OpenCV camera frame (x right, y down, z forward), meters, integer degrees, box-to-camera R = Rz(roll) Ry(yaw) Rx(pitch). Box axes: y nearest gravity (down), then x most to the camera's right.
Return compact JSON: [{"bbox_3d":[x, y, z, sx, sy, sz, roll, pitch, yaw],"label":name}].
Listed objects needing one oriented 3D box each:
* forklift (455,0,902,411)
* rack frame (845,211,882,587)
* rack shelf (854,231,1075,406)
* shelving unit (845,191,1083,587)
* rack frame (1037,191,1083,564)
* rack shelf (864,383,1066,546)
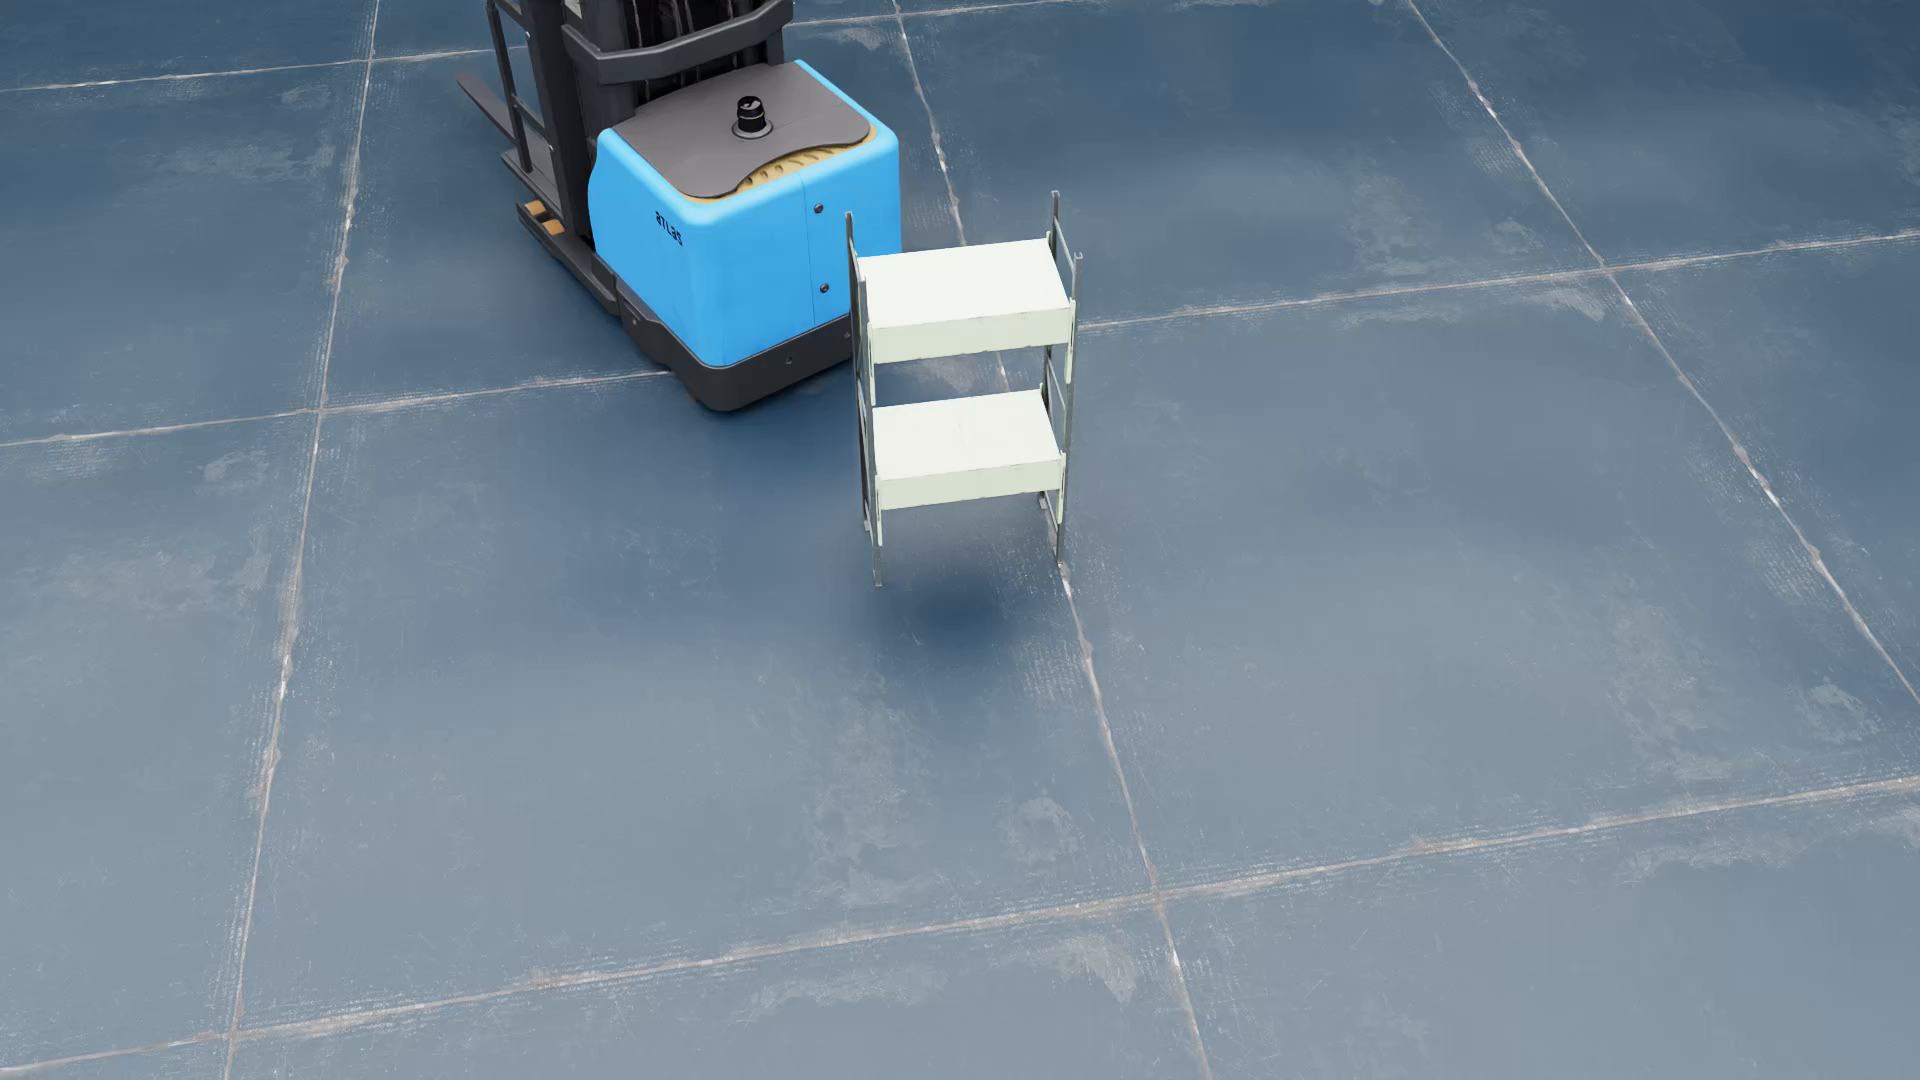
[{"bbox_3d":[-1.515,-2.595,7.215,1.130,2.935,3.031,-28,52,-24],"label":"forklift"},{"bbox_3d":[-0.354,-0.476,6.167,0.023,1.500,0.400,-7,46,-7],"label":"rack frame"},{"bbox_3d":[0.007,-0.792,5.930,0.720,0.370,0.431,-7,46,-7],"label":"rack shelf"},{"bbox_3d":[0.007,-0.521,6.211,0.755,1.500,0.431,-7,46,-7],"label":"shelving unit"},{"bbox_3d":[0.367,-0.566,6.254,0.023,1.500,0.400,-7,46,-7],"label":"rack frame"},{"bbox_3d":[0.007,-0.295,6.445,0.720,0.370,0.431,-7,46,-7],"label":"rack shelf"}]
